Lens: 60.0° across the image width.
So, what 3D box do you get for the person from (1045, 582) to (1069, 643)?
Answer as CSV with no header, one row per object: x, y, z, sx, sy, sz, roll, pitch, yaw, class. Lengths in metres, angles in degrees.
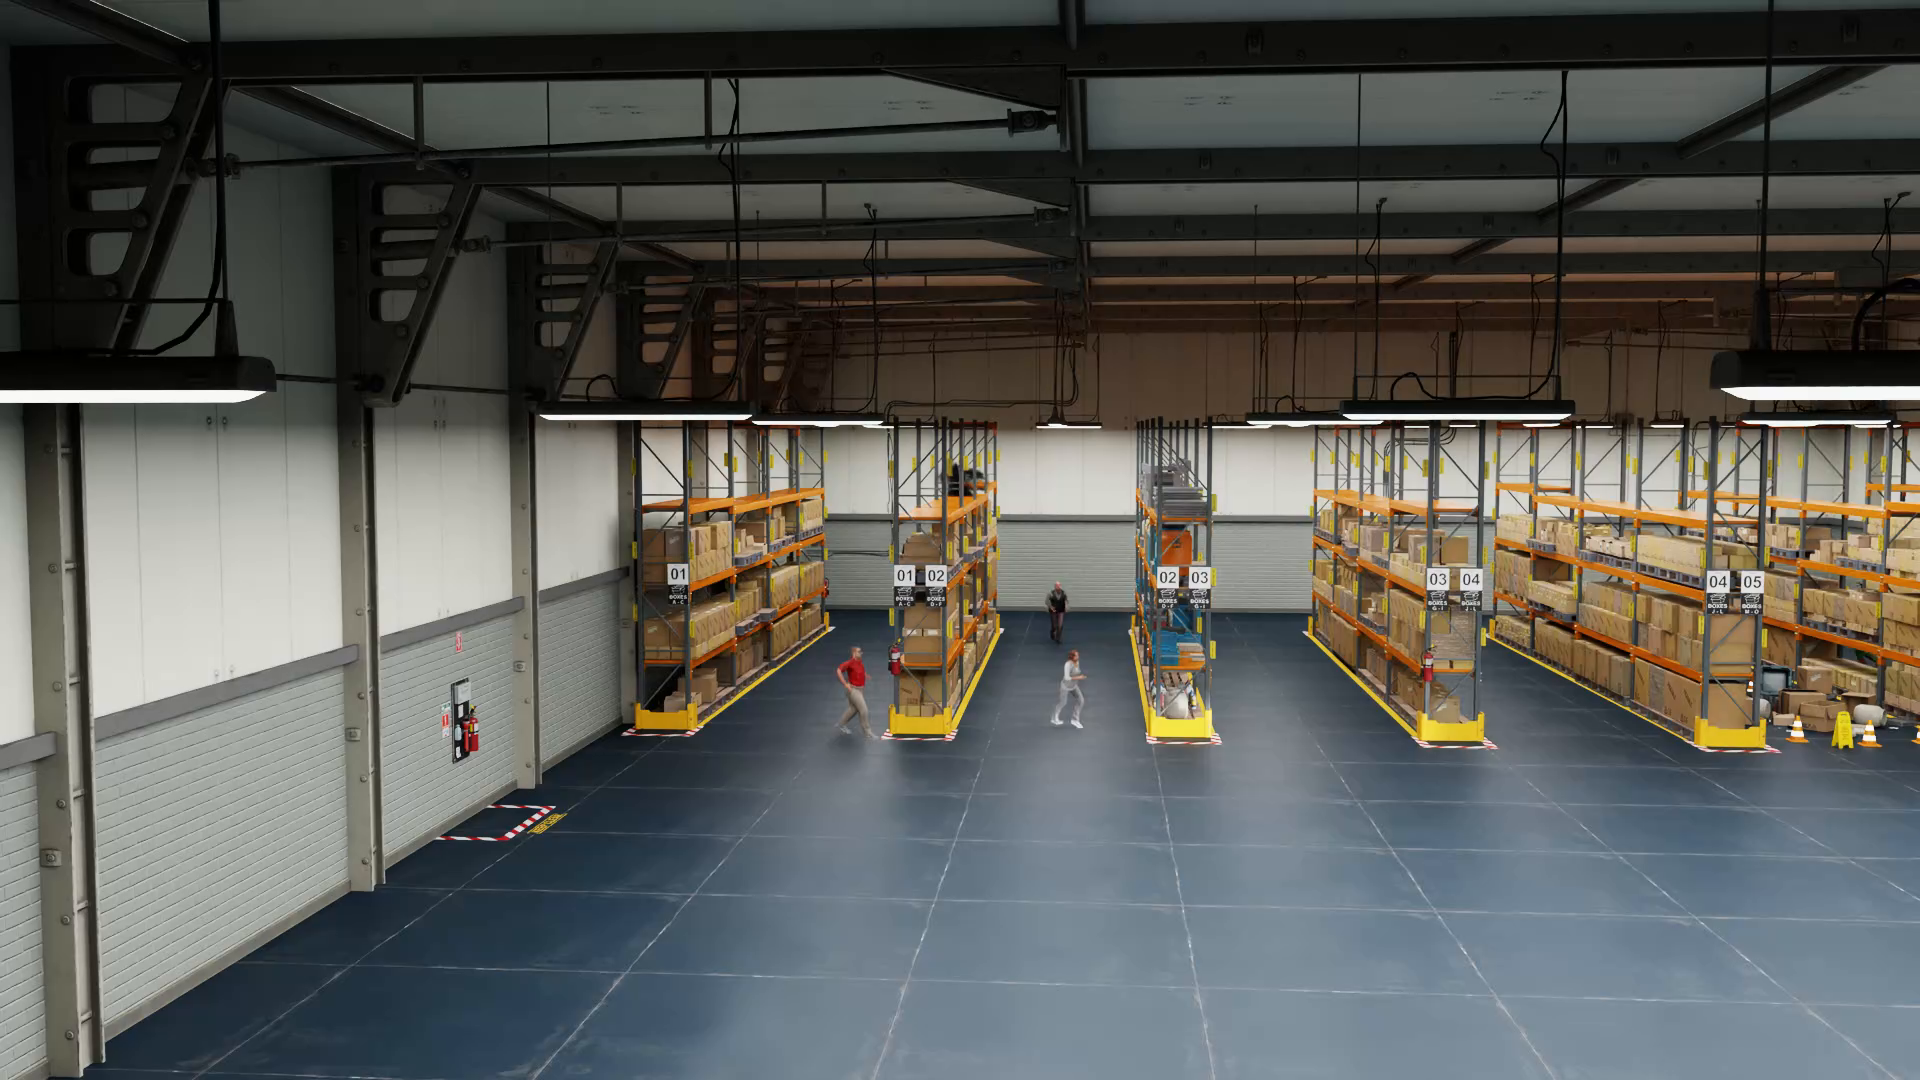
2.623,1.956,45.134,0.660,1.672,0.676,-1,4,-8,person

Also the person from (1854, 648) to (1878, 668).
21.318,2.313,39.020,0.665,1.740,0.751,0,4,-5,person

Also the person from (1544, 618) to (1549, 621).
17.268,1.659,48.206,1.047,1.761,0.704,-1,4,-16,person

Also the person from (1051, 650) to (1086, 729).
2.090,2.852,31.917,0.470,1.543,0.893,-3,5,-40,person

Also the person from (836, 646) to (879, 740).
-1.960,2.843,30.902,0.895,1.748,0.719,1,4,19,person
